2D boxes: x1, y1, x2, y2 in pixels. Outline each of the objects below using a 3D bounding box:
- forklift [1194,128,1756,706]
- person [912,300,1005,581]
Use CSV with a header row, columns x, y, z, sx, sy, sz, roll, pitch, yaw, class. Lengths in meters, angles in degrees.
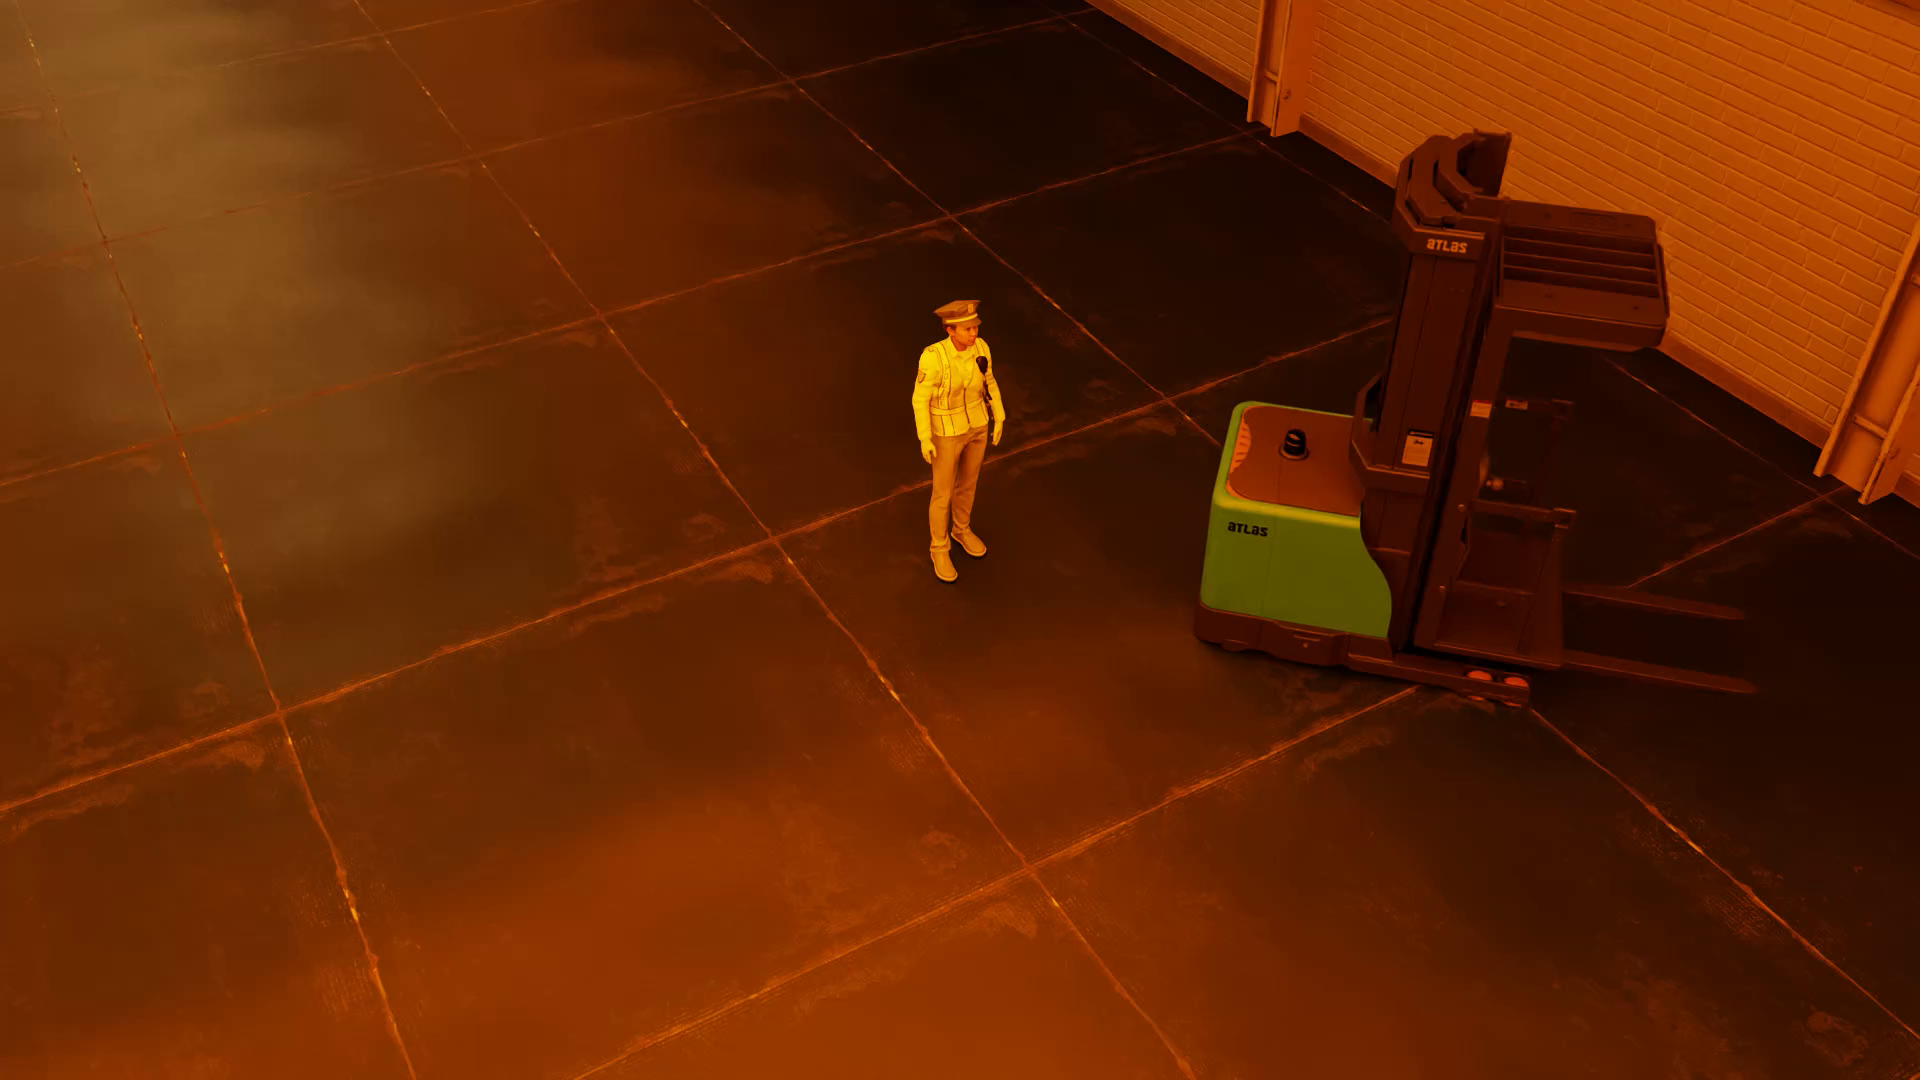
x,y,z,sx,sy,sz,roll,pitch,yaw,class
2.925,-0.584,8.740,3.031,2.935,1.130,10,41,11,forklift
0.028,-0.618,9.738,0.586,1.694,0.532,-20,44,-23,person
